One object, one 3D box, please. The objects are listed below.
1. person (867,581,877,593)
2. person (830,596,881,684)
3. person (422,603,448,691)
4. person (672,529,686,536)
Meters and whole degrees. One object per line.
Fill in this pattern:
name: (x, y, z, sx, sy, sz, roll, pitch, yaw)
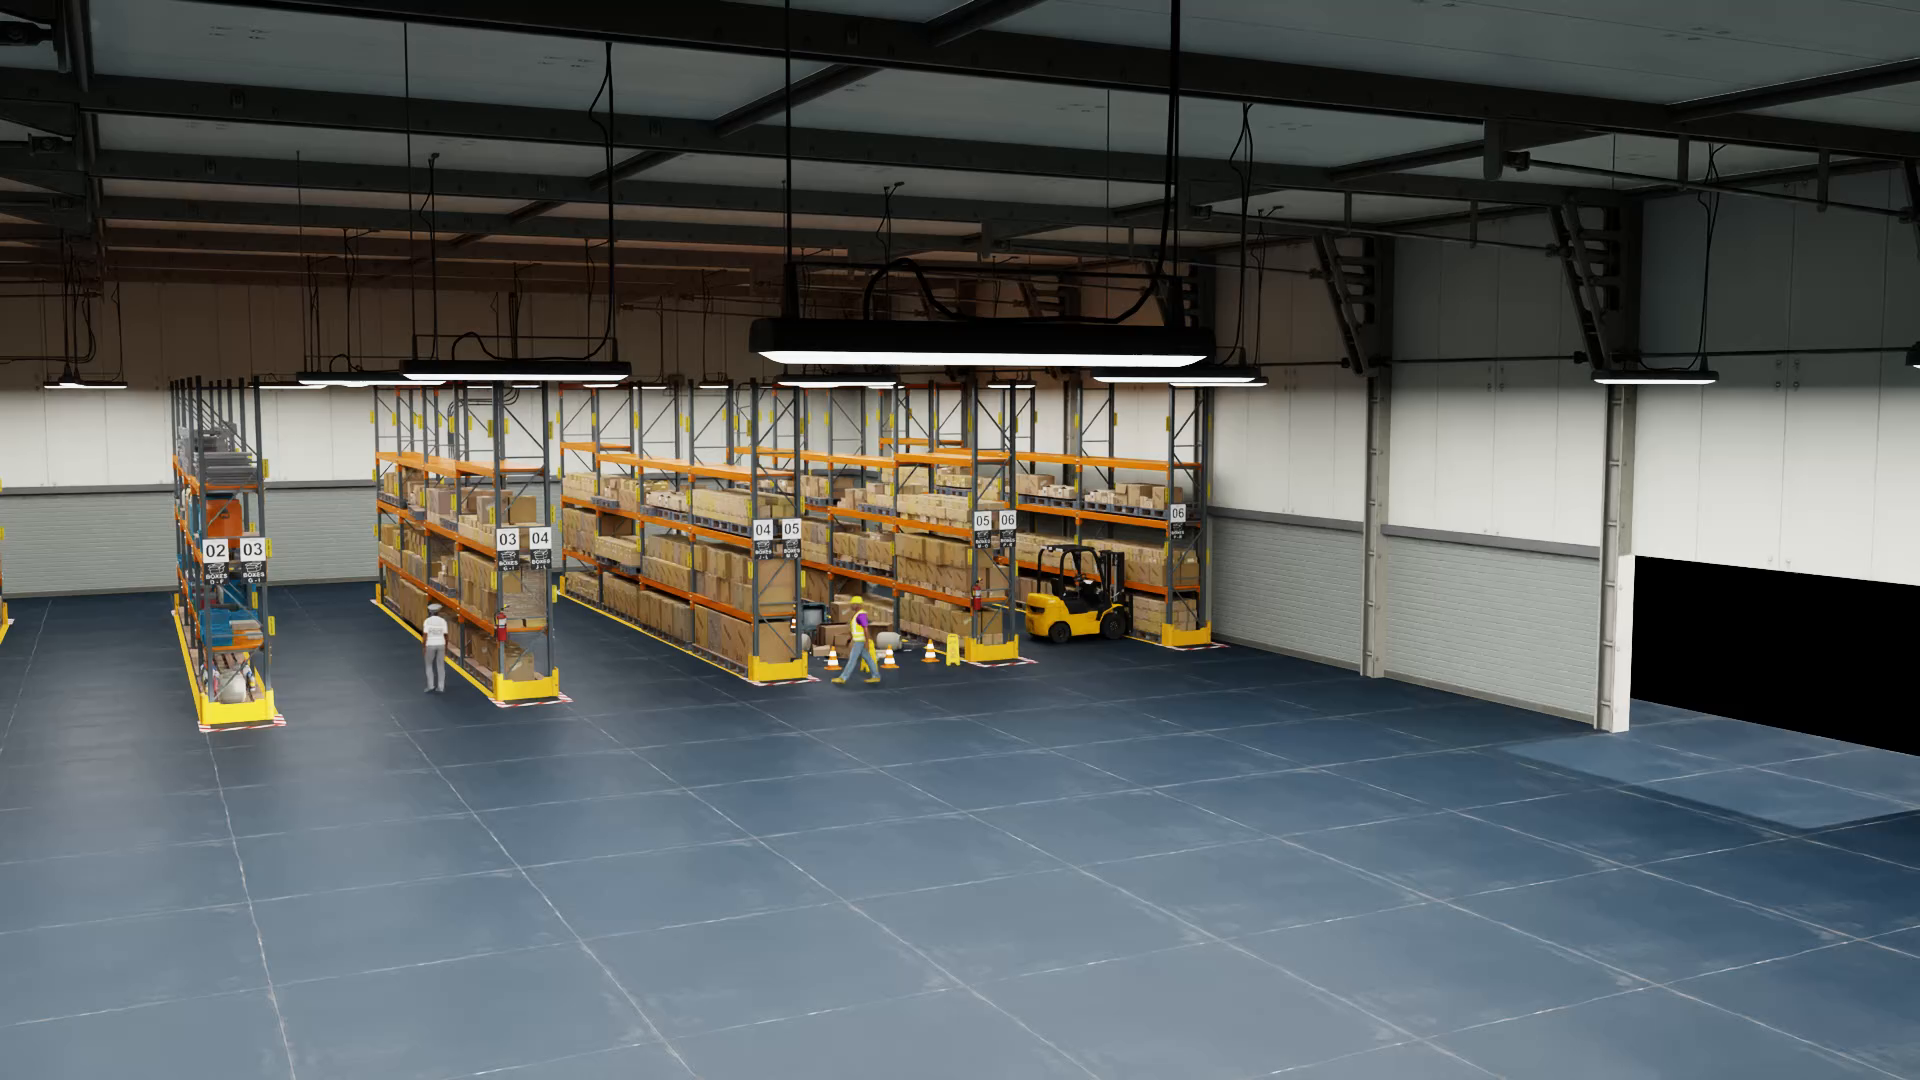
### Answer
person: (-2.405, 0.642, 45.972, 0.574, 1.684, 0.594, -2, 6, -26)
person: (-2.049, 1.949, 32.505, 1.013, 1.710, 0.579, -1, 5, -8)
person: (-10.026, 2.095, 31.769, 0.506, 1.727, 0.595, -3, 6, -32)
person: (-8.952, 0.194, 52.996, 0.463, 1.642, 0.958, 1, 5, 15)
